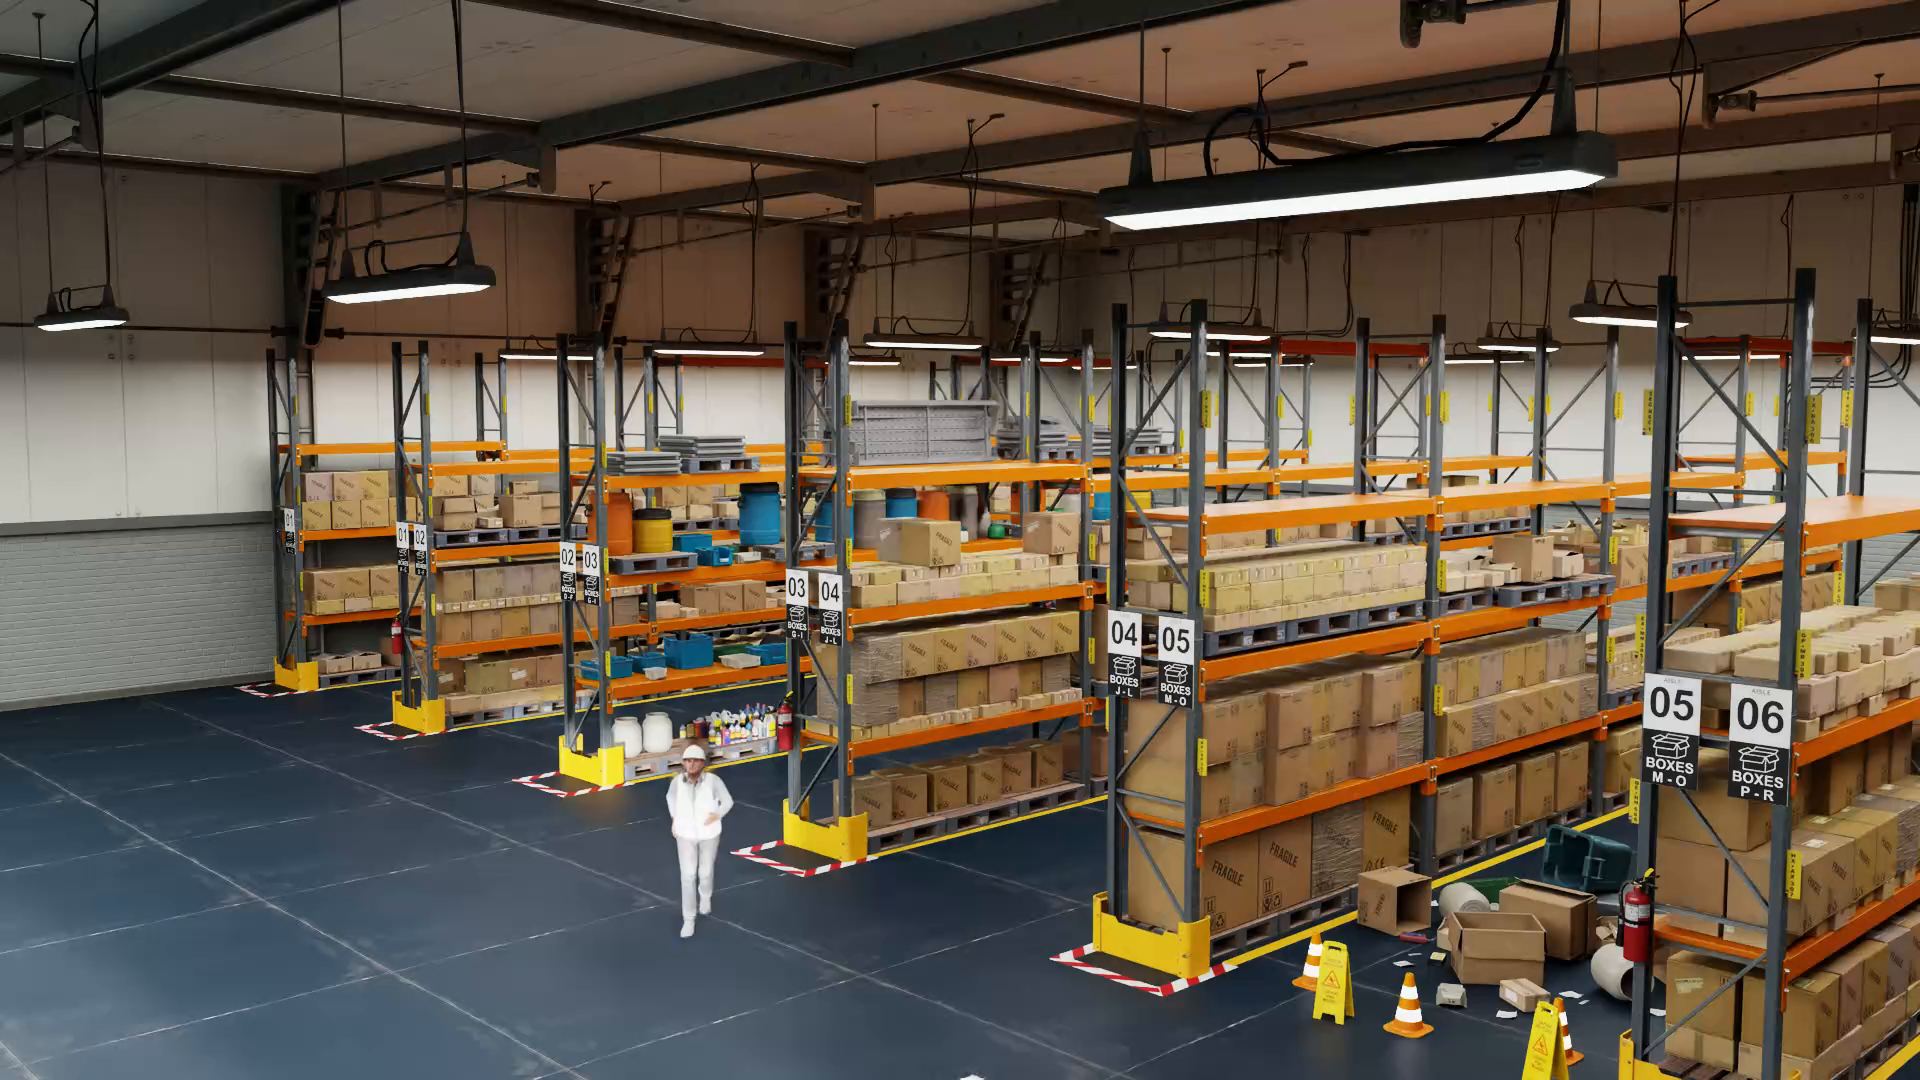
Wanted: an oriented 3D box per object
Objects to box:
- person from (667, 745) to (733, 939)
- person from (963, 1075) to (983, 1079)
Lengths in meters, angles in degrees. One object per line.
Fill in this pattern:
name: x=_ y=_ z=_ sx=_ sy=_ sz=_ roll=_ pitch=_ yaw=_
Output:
person: x=-2.532 y=2.873 z=16.204 sx=0.656 sy=1.810 sz=0.836 roll=0 pitch=5 yaw=-5
person: x=0.057 y=3.566 z=8.404 sx=0.704 sy=1.733 sz=0.612 roll=0 pitch=5 yaw=2
